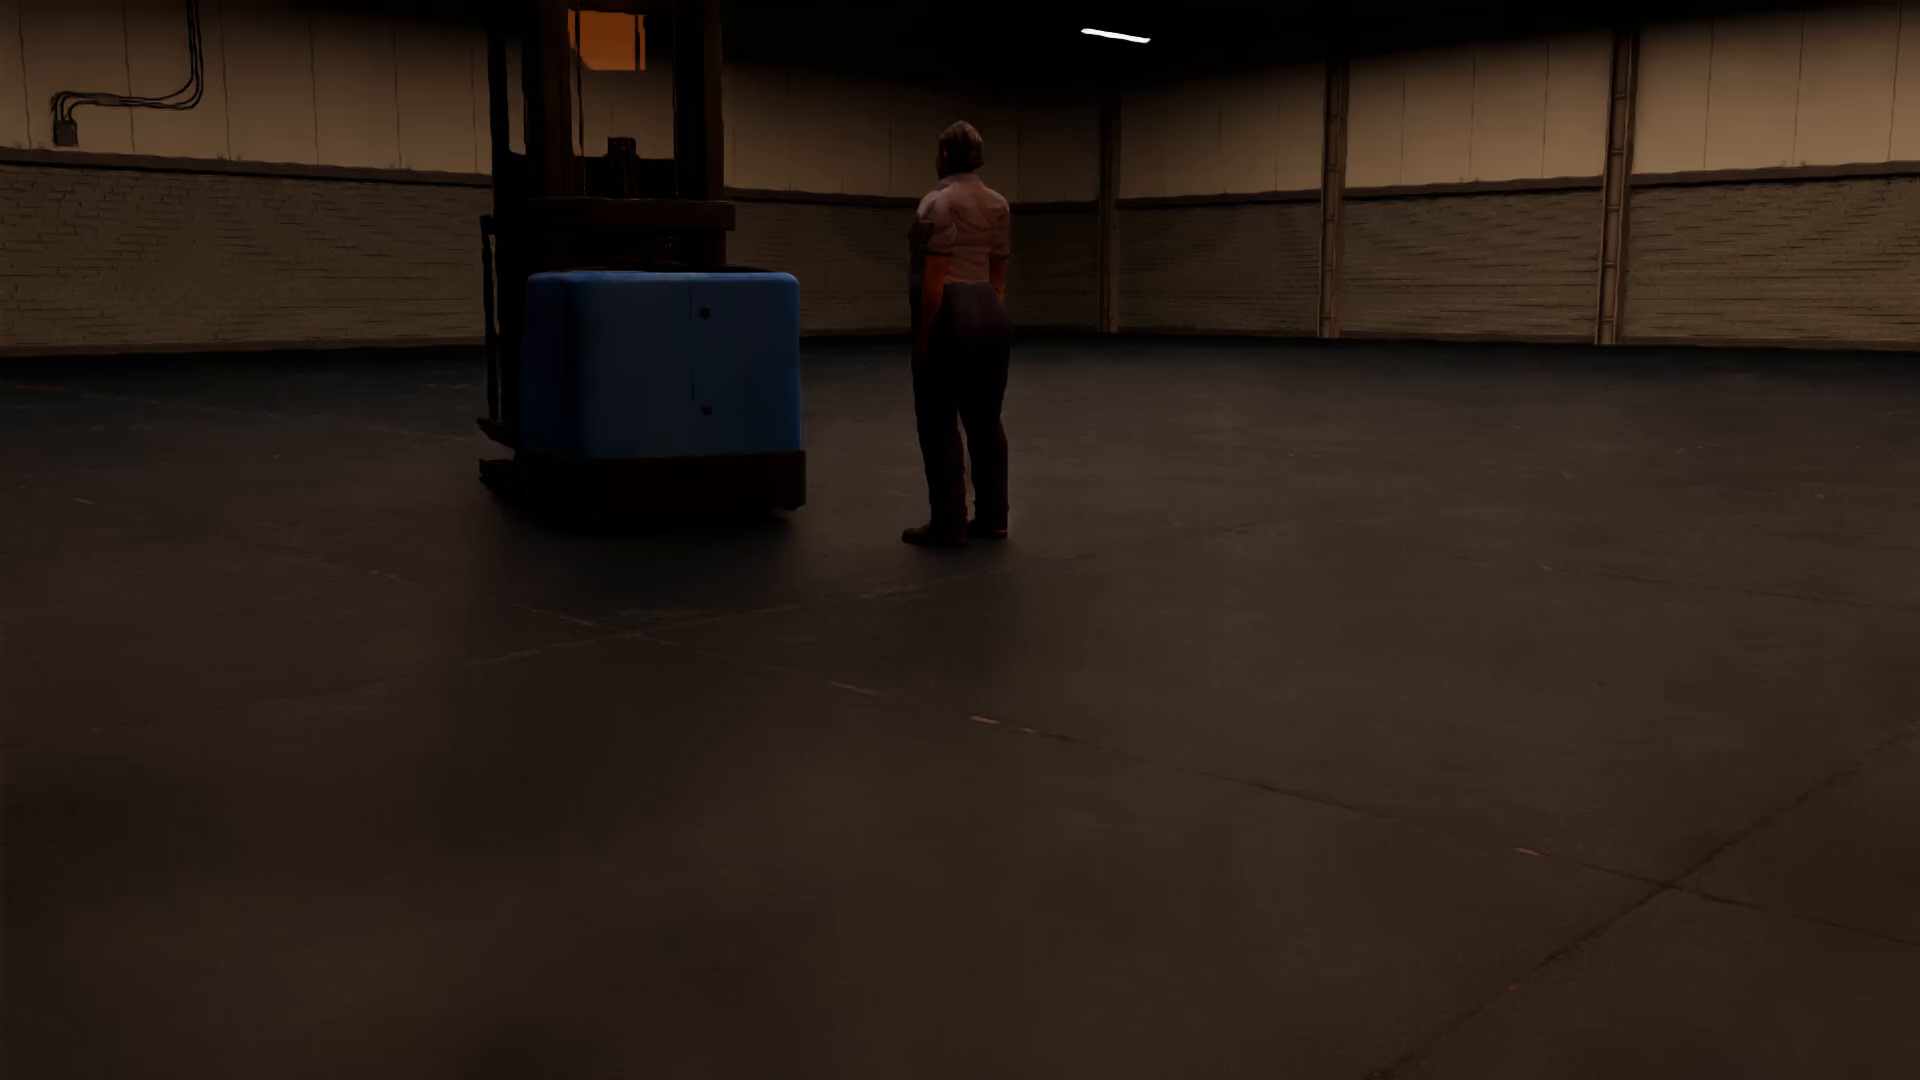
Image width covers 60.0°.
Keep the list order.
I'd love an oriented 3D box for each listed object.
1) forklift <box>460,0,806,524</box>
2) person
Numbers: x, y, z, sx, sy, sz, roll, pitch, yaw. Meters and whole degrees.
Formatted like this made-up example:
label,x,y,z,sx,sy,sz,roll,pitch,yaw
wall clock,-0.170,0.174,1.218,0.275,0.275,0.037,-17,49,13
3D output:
label,x,y,z,sx,sy,sz,roll,pitch,yaw
forklift,-1.776,-1.698,8.150,1.130,2.935,3.031,-4,10,-26
person,-0.006,-0.815,6.611,0.349,1.653,0.480,8,12,43
